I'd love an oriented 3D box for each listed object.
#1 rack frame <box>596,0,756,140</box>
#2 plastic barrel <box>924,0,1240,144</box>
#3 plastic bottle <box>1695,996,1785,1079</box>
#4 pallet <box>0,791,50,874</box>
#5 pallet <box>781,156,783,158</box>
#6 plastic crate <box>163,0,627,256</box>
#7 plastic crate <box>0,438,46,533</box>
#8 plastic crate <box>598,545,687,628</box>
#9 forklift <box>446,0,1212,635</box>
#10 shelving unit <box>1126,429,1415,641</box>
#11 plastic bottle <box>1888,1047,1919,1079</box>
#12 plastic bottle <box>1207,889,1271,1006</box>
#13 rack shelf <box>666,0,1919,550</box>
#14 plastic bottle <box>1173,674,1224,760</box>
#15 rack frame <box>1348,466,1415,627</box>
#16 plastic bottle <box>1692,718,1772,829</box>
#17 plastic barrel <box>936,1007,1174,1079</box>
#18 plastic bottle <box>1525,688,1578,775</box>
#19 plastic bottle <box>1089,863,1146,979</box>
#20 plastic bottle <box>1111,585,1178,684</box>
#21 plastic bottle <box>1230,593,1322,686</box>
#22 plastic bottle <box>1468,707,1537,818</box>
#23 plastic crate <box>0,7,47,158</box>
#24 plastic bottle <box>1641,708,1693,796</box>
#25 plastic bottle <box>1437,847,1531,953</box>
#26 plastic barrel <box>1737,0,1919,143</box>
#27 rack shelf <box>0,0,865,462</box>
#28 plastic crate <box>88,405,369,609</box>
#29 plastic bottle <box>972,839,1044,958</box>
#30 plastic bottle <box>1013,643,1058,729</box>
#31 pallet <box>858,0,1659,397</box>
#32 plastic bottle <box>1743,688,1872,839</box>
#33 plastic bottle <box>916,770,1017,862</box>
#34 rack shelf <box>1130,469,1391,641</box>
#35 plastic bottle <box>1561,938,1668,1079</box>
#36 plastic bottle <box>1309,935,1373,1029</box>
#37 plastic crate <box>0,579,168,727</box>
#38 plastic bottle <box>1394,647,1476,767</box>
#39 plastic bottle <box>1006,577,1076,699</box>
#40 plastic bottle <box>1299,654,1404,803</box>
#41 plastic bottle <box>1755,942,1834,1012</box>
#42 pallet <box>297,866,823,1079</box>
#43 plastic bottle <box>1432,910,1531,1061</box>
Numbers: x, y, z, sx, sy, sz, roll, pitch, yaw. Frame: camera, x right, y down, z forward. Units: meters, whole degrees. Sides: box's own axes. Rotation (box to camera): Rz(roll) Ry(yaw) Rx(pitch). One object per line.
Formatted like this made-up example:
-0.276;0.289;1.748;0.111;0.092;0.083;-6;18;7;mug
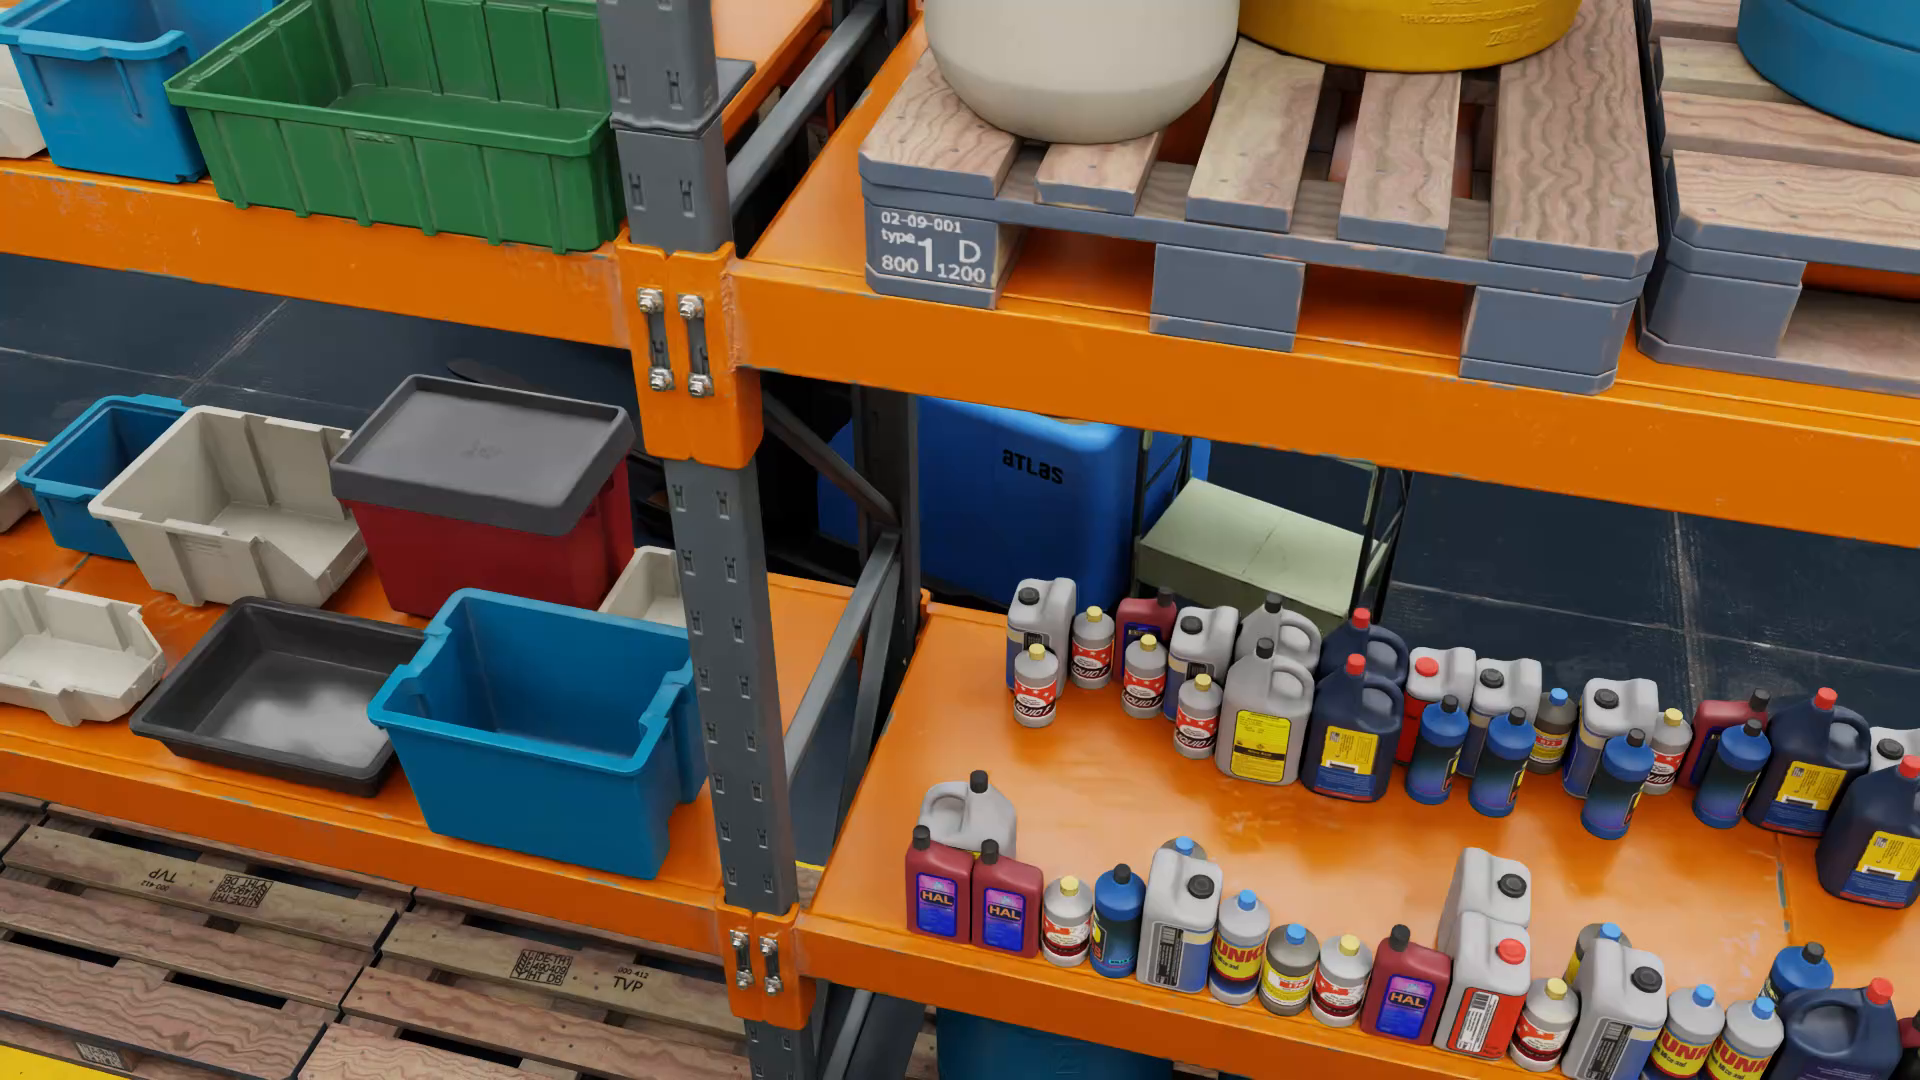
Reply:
-0.282;-2.004;1.639;0.127;3.000;1.000;10;41;11;rack frame
0.162;-0.825;2.136;0.433;0.535;0.433;0;40;0;plastic barrel
1.384;0.901;2.945;0.097;0.271;0.097;0;40;0;plastic bottle
-3.359;0.857;5.065;1.213;0.211;1.003;10;41;11;pallet
-0.898;-2.093;8.578;1.213;0.211;1.003;10;41;11;pallet
-0.769;-0.657;2.532;0.662;0.188;0.450;10;41;11;plastic crate
-2.469;-0.145;4.248;0.250;0.136;0.298;10;41;11;plastic crate
-0.694;0.205;3.832;0.243;0.136;0.396;10;41;11;plastic crate
-0.619;-1.347;5.575;3.031;2.935;1.130;21;44;23;forklift
0.974;-0.116;5.222;0.755;1.500;0.431;21;44;23;shelving unit
1.670;0.958;2.868;0.133;0.283;0.061;10;41;11;plastic bottle
0.525;0.753;3.121;0.097;0.271;0.097;0;40;0;plastic bottle
1.650;-0.248;2.439;4.000;0.370;1.077;10;41;11;rack shelf
0.521;0.375;3.625;0.097;0.201;0.097;0;40;0;plastic bottle
1.289;0.004;5.079;0.023;1.500;0.400;21;44;23;rack frame
1.609;0.475;3.452;0.097;0.271;0.097;0;40;0;plastic bottle
0.239;1.037;3.988;0.708;0.901;0.600;10;41;11;plastic barrel
1.272;0.403;3.592;0.097;0.201;0.097;0;40;0;plastic bottle
0.301;0.715;3.167;0.097;0.271;0.097;0;40;0;plastic bottle
0.418;0.213;3.755;0.133;0.283;0.061;10;41;11;plastic bottle
0.691;0.262;3.645;0.185;0.351;0.144;10;41;11;plastic bottle
1.138;0.455;3.476;0.097;0.271;0.097;0;40;0;plastic bottle
-1.609;-0.730;2.659;0.466;0.136;0.293;10;41;11;plastic crate
1.496;0.442;3.546;0.097;0.201;0.097;0;40;0;plastic bottle
1.001;0.714;3.164;0.135;0.276;0.152;10;41;11;plastic bottle
1.406;-1.020;2.083;0.708;0.901;0.600;10;41;11;plastic barrel
-2.214;-0.913;3.231;4.000;0.370;1.077;10;41;11;rack shelf
-1.709;-0.053;4.026;0.530;0.282;0.437;10;41;11;plastic crate
0.091;0.686;3.192;0.133;0.283;0.061;10;41;11;plastic bottle
0.168;0.314;3.698;0.097;0.201;0.097;0;40;0;plastic bottle
0.501;-0.714;2.582;1.003;0.211;1.213;10;41;11;pallet
1.755;0.445;3.427;0.185;0.351;0.144;10;41;11;plastic bottle
0.014;0.579;3.267;0.185;0.351;0.144;10;41;11;plastic bottle
0.974;0.133;5.432;0.720;0.370;0.431;21;44;23;rack shelf
1.185;0.847;3.006;0.135;0.276;0.152;10;41;11;plastic bottle
0.713;0.812;3.105;0.097;0.201;0.097;0;40;0;plastic bottle
-2.042;0.268;3.756;0.466;0.136;0.293;10;41;11;plastic crate
1.023;0.350;3.597;0.135;0.276;0.152;10;41;11;plastic bottle
0.182;0.205;3.770;0.135;0.276;0.152;10;41;11;plastic bottle
0.832;0.382;3.501;0.185;0.351;0.144;10;41;11;plastic bottle
1.516;0.828;3.032;0.097;0.271;0.097;0;40;0;plastic bottle
-1.002;1.263;4.582;1.213;0.211;1.003;10;41;11;pallet
0.961;0.808;3.052;0.135;0.276;0.152;10;41;11;plastic bottle
